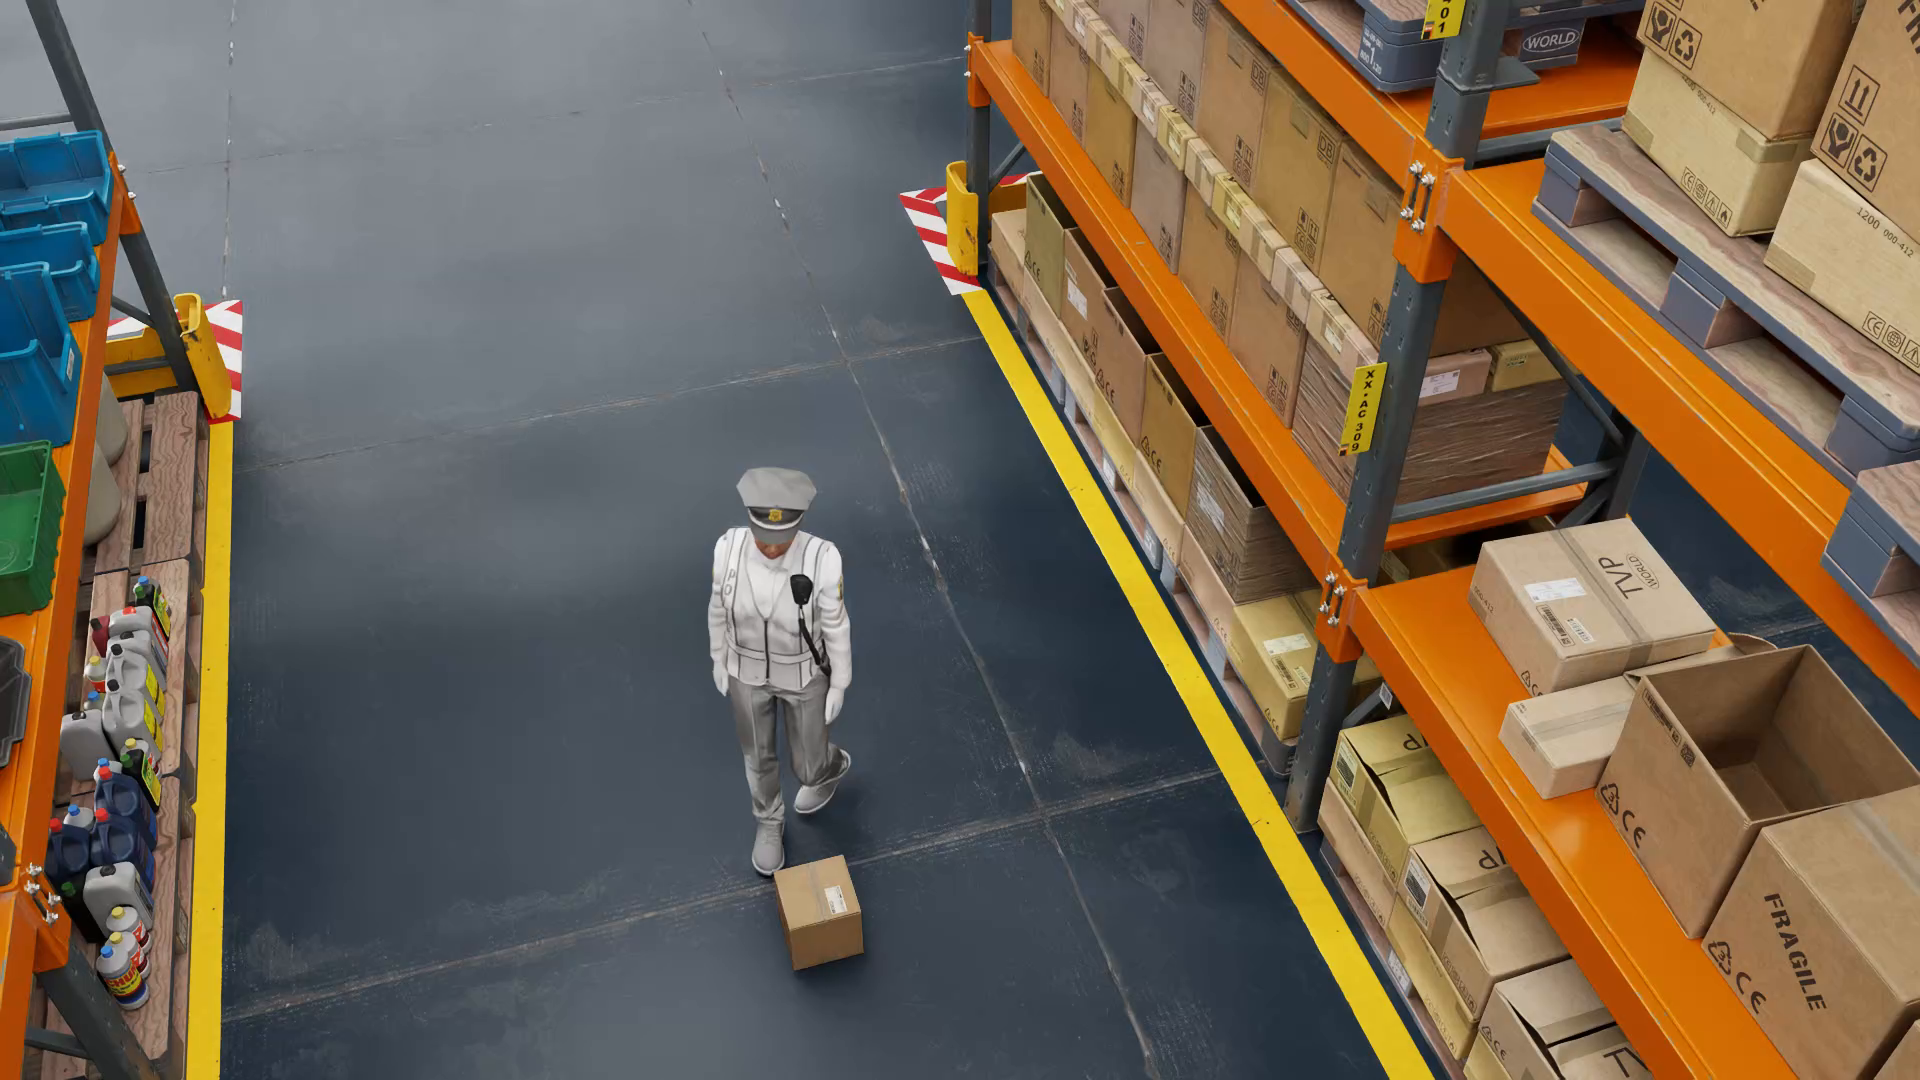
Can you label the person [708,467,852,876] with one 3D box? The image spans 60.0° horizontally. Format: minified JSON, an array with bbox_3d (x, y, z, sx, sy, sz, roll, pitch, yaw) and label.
[{"bbox_3d":[-0.614,0.464,5.637,0.500,1.655,0.478,6,43,6],"label":"person"}]
